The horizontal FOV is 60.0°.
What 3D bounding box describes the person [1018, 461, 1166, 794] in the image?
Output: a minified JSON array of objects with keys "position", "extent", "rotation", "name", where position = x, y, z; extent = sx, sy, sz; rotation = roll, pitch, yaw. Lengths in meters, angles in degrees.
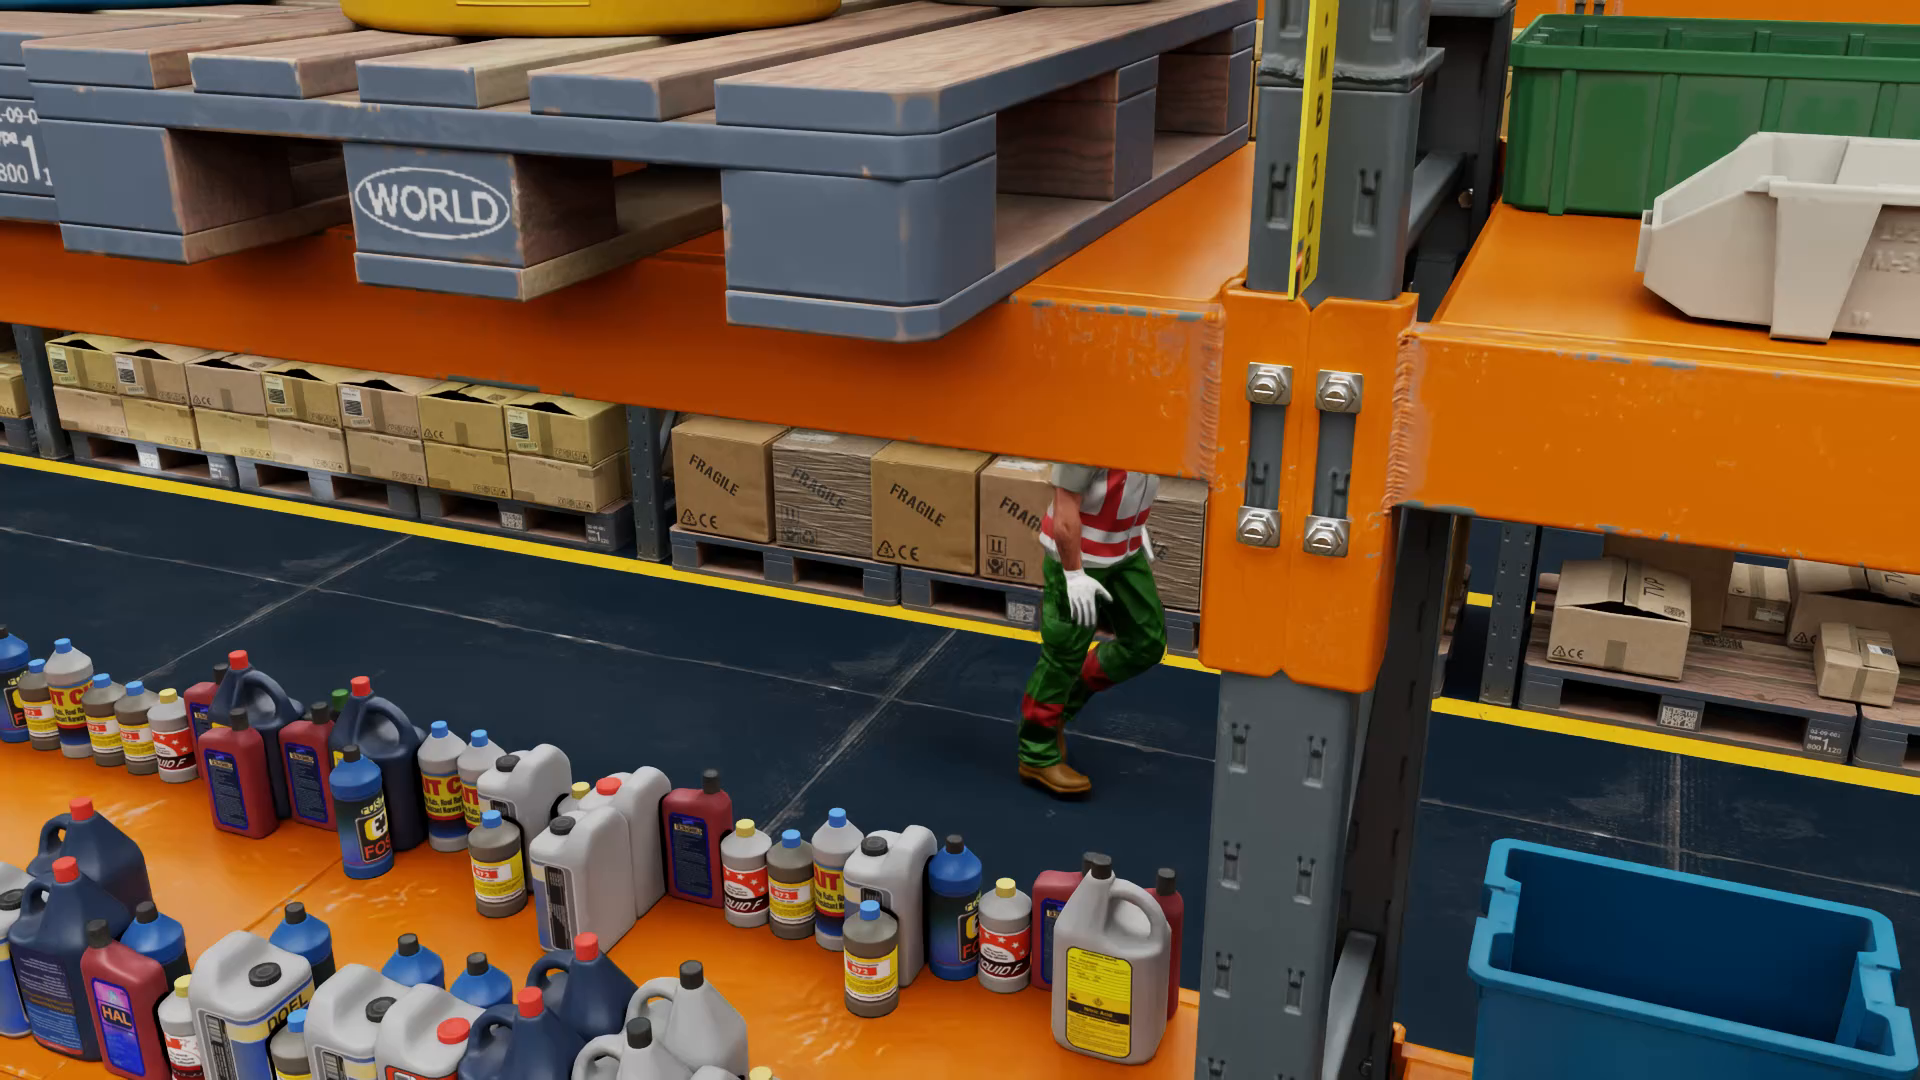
[{"position":[0.491,0.043,5.917],"extent":[0.505,1.763,0.611],"rotation":[15,27,33],"name":"person"}]
